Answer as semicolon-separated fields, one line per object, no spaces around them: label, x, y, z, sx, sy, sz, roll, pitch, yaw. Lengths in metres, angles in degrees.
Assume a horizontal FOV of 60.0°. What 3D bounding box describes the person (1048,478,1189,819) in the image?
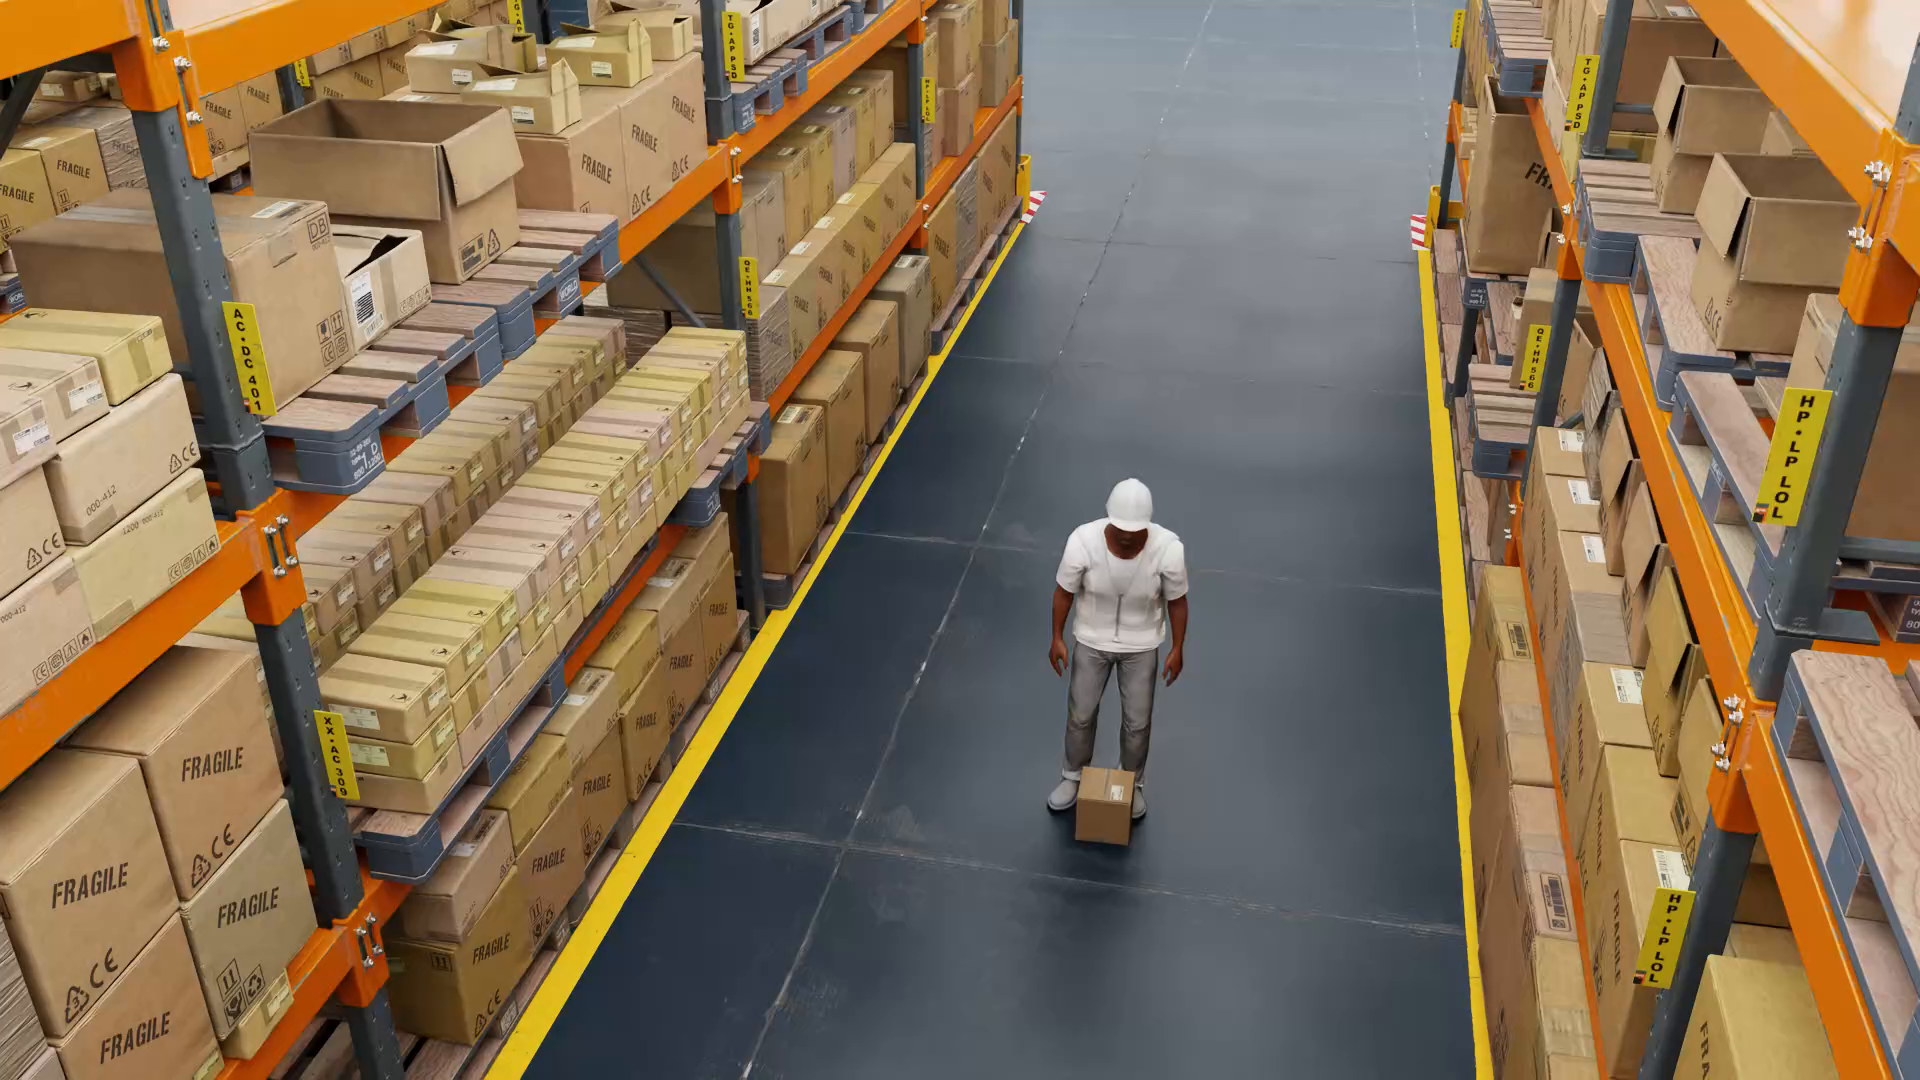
person;0.728;0.490;7.706;0.629;1.759;0.461;4;29;8
